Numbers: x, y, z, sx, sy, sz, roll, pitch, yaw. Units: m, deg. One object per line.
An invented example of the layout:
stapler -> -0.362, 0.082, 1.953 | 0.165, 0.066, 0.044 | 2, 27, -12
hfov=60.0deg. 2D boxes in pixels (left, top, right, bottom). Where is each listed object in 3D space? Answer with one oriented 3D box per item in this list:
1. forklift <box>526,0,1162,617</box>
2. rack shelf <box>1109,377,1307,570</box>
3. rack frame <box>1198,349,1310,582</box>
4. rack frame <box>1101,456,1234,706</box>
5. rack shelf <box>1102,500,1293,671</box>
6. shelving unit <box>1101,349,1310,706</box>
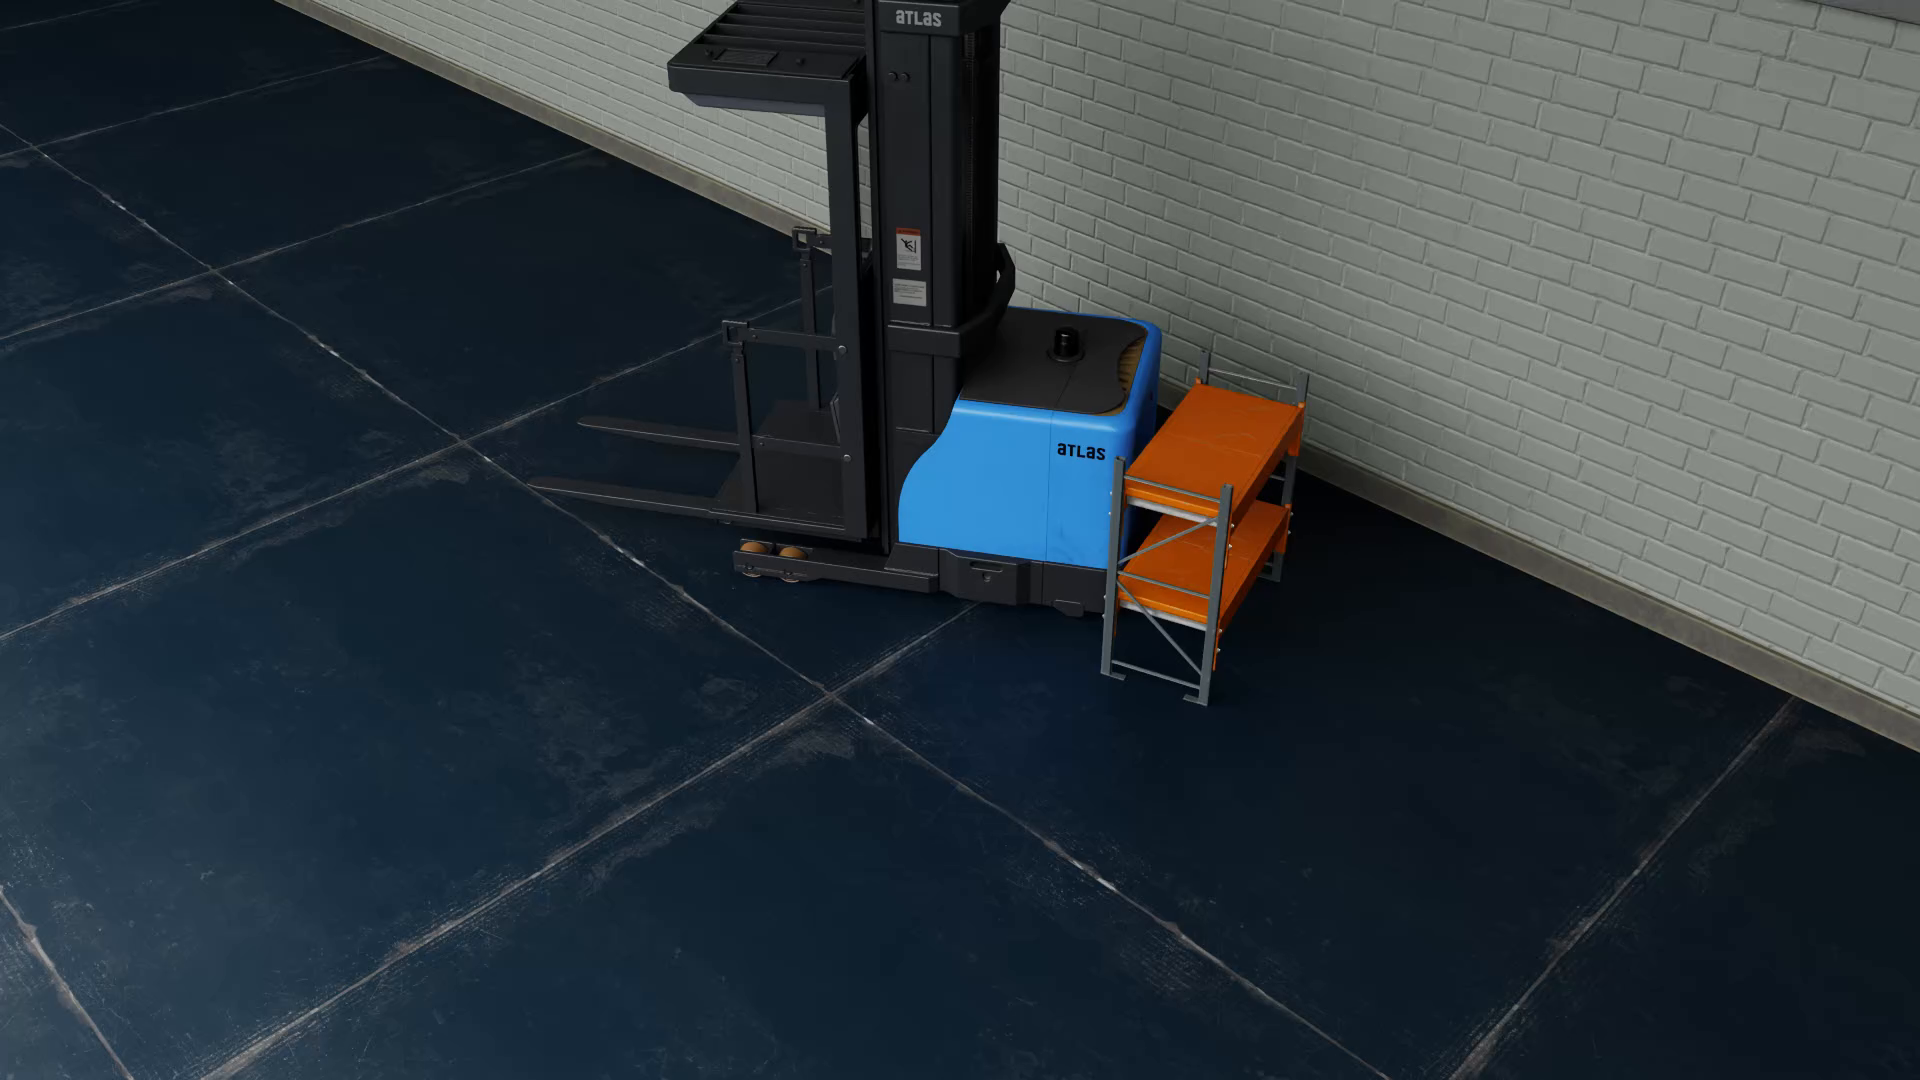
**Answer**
forklift -> -0.606, -1.284, 7.529 | 3.031, 2.935, 1.130 | 8, 36, 11
rack shelf -> 1.085, -0.311, 7.201 | 0.538, 0.278, 1.000 | 16, 38, 22
rack frame -> 1.313, -0.330, 7.740 | 0.500, 1.125, 0.032 | 16, 38, 22
rack frame -> 0.856, 0.189, 6.996 | 0.500, 1.125, 0.032 | 16, 38, 22
rack shelf -> 1.085, 0.130, 7.508 | 0.538, 0.278, 1.000 | 16, 38, 22
shelving unit -> 1.085, -0.071, 7.368 | 0.538, 1.125, 1.048 | 16, 38, 22
